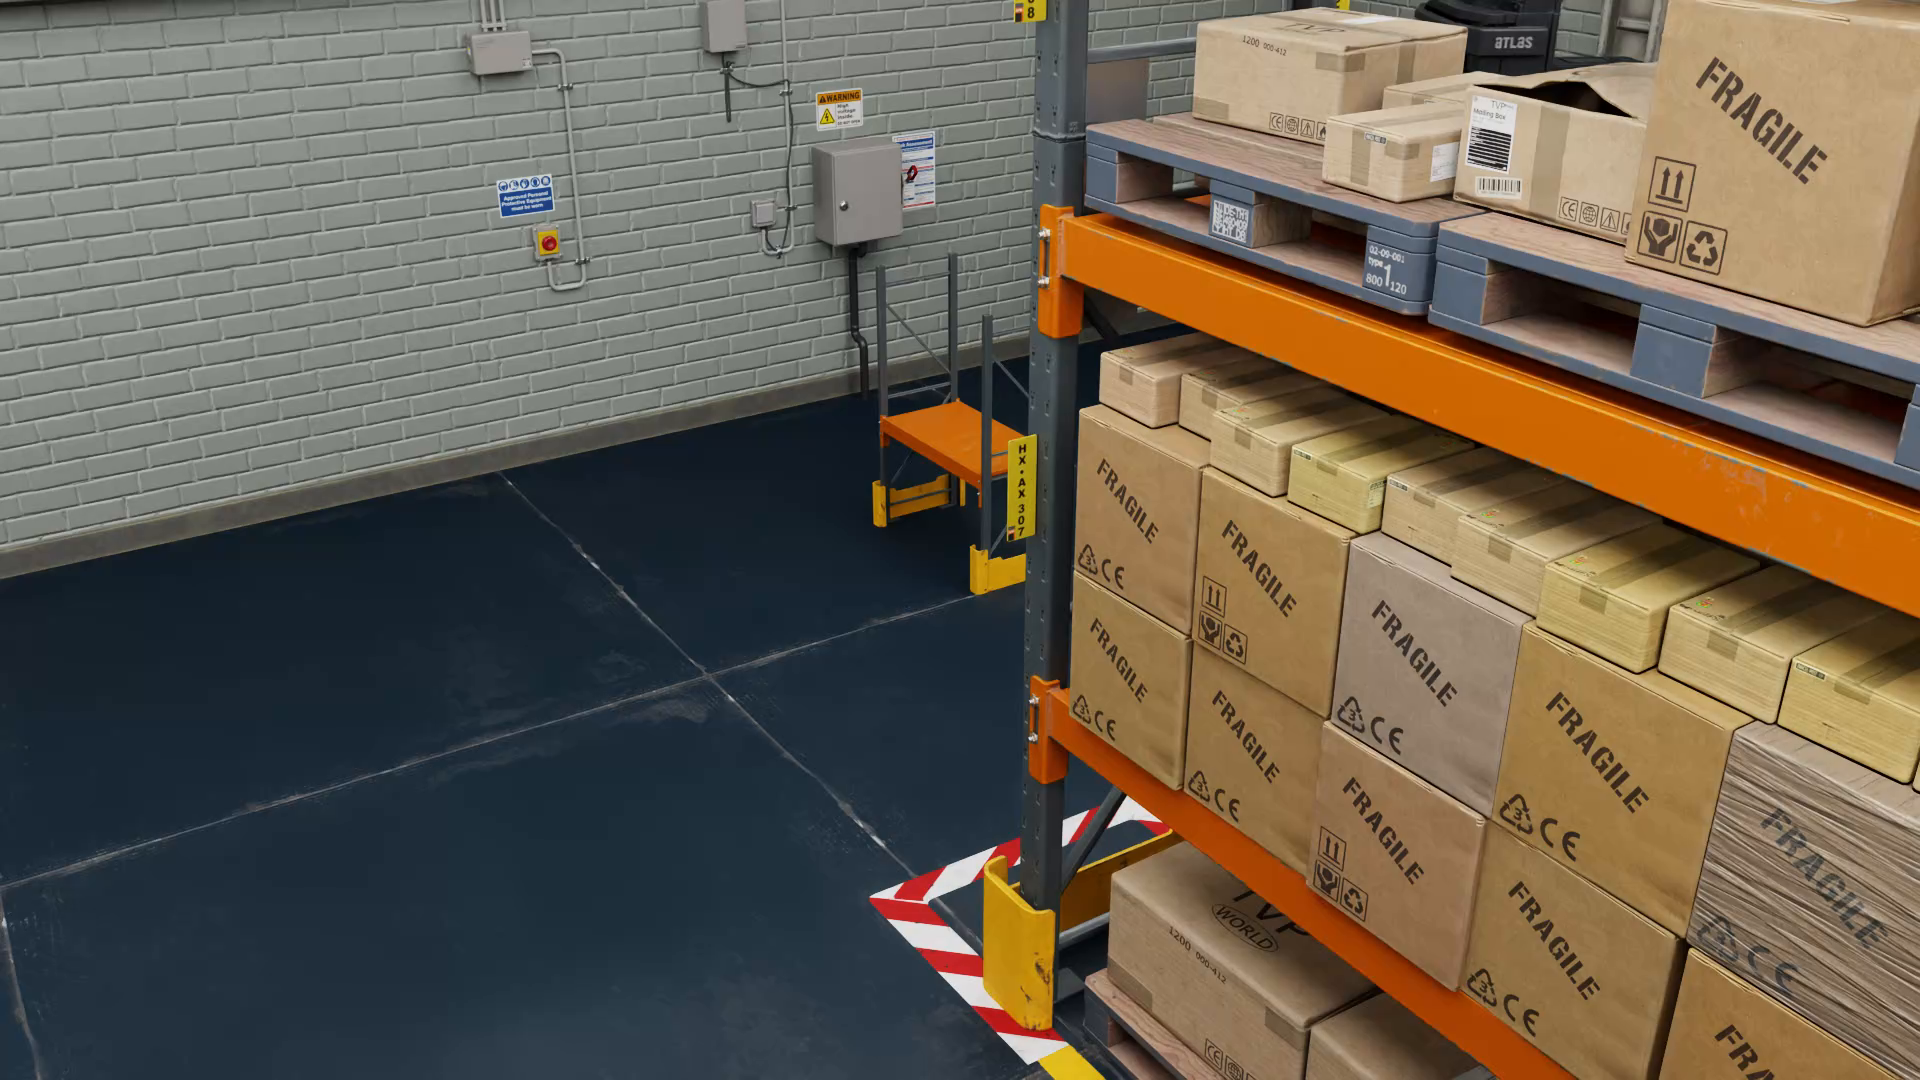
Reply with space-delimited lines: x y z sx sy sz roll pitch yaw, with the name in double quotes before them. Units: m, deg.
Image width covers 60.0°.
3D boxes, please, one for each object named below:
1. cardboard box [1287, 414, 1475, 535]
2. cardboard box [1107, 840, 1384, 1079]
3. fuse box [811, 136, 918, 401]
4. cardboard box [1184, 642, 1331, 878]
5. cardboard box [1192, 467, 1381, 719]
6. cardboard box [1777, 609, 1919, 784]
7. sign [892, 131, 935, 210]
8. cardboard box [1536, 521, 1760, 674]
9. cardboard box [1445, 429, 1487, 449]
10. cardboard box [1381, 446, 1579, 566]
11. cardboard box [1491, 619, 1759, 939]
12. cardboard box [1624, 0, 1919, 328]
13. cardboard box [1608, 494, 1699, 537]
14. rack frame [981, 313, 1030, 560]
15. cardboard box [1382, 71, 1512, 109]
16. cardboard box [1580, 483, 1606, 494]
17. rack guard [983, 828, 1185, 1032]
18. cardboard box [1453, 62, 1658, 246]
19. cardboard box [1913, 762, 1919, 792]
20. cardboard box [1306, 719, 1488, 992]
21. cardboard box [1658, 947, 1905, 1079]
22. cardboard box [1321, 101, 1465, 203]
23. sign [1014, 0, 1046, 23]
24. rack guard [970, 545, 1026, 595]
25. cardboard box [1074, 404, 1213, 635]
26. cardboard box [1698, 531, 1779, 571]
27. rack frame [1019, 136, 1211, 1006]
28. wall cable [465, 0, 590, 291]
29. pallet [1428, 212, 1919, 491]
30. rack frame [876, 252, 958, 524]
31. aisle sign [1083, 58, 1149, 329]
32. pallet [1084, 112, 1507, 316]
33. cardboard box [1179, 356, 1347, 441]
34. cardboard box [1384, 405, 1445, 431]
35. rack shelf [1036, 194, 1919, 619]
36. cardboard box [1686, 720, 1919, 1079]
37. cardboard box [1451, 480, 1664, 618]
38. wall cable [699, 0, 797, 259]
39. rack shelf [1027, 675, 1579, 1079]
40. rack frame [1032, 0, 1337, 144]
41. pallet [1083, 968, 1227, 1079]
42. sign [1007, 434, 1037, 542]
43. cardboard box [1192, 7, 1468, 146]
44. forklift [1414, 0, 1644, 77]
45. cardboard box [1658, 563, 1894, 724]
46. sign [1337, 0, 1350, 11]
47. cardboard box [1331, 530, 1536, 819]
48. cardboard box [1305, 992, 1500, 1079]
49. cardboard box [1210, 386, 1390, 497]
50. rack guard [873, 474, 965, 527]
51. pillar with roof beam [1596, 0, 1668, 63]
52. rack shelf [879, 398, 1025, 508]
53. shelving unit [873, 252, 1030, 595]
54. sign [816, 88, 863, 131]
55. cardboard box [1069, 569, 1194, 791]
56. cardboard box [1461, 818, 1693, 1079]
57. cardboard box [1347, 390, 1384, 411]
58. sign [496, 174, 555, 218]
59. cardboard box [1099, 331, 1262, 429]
"cardboard box" 1.022 -0.165 4.038 0.380 0.149 0.250 -17 30 -31
"cardboard box" 1.097 1.329 5.431 0.875 0.438 0.875 -17 30 -31
"fuse box" -0.605 -1.719 10.887 0.539 1.711 0.414 -16 29 -30
"cardboard box" 0.974 0.515 4.529 0.500 0.500 0.500 -16 30 -30
"cardboard box" 0.964 0.071 4.298 0.500 0.500 0.500 -16 30 -31
"cardboard box" 1.757 0.279 3.097 0.380 0.149 0.250 -16 30 -31
"sign" -0.305 -2.448 11.033 0.329 0.494 0.001 -16 29 -30
"cardboard box" 1.426 0.112 3.450 0.380 0.149 0.250 -16 30 -31
"cardboard box" 1.490 -0.304 4.333 0.380 0.149 0.250 -15 29 -28
"cardboard box" 1.210 -0.084 3.865 0.380 0.149 0.250 -15 29 -29
"cardboard box" 1.525 0.431 3.534 0.500 0.500 0.500 -15 29 -29
"cardboard box" 1.628 -0.734 3.051 0.500 0.500 0.500 -15 29 -29
"cardboard box" 1.759 -0.118 3.939 0.380 0.149 0.250 -15 29 -28
"rack frame" 0.324 -0.466 8.480 0.500 1.500 0.032 -16 29 -30
"cardboard box" 1.270 -1.060 4.152 0.380 0.149 0.250 -18 31 -33
"cardboard box" 1.573 -0.194 4.100 0.380 0.149 0.250 -16 30 -30
"rack guard" 0.640 1.269 5.977 1.175 0.500 0.348 -16 29 -30
"cardboard box" 1.428 -0.857 3.534 0.500 0.311 0.500 -15 29 -29
"cardboard box" 1.901 0.372 2.899 0.380 0.149 0.250 -16 30 -30
"cardboard box" 1.236 0.701 4.134 0.500 0.500 0.500 -16 29 -30
"cardboard box" 1.797 1.067 3.359 0.500 0.500 0.500 -16 30 -30
"cardboard box" 1.054 -0.888 3.789 0.380 0.149 0.250 -14 29 -28
"sign" 0.185 -1.513 4.312 0.100 0.325 0.005 -16 29 -30
"rack guard" 0.313 0.092 8.762 0.587 0.250 0.087 -16 29 -30
"cardboard box" 0.676 -0.112 4.686 0.500 0.500 0.500 -16 30 -31
"cardboard box" 1.887 -0.020 3.731 0.380 0.149 0.250 -14 29 -28
"rack frame" 0.653 0.147 5.425 1.000 3.000 0.127 -16 29 -30
"wall cable" -2.445 -2.338 9.462 0.585 1.953 0.123 -16 29 -30
"pallet" 1.737 -0.470 3.321 1.003 0.211 1.213 -16 29 -30
"rack frame" -0.231 -0.830 9.250 0.500 1.500 0.032 -16 29 -30
"aisle sign" 0.371 -0.987 4.781 0.394 0.787 0.004 -16 29 -30
"pallet" 1.067 -0.906 4.246 1.003 0.211 1.213 -16 29 -30
"cardboard box" 0.817 -0.375 4.482 0.380 0.149 0.250 -15 29 -28
"cardboard box" 1.387 -0.404 4.544 0.380 0.149 0.250 -16 30 -30
"rack shelf" 1.745 -0.169 3.423 1.077 0.370 4.000 -16 29 -30
"cardboard box" 1.792 0.613 3.150 0.500 0.500 0.500 -15 29 -29
"cardboard box" 1.310 0.015 3.656 0.380 0.149 0.250 -15 29 -29
"wall cable" -1.263 -2.658 10.178 0.588 1.984 0.122 -16 29 -30
"rack shelf" 1.745 1.188 4.063 1.077 0.370 4.000 -16 29 -30
"rack frame" 0.653 -2.566 4.144 1.000 3.000 0.127 -16 29 -30
"pallet" 1.155 1.676 5.453 1.003 0.211 1.213 -16 29 -30
"sign" 0.185 -0.153 4.954 0.100 0.325 0.005 -16 29 -30
"cardboard box" 0.974 -1.237 4.409 0.500 0.250 0.500 -19 31 -34
"forklift" 3.141 -1.408 8.799 3.031 2.935 1.130 -2 25 -3
"cardboard box" 1.610 0.195 3.276 0.380 0.149 0.250 -16 29 -30
"sign" 1.115 -1.695 4.870 0.100 0.325 0.005 -16 29 -30
"cardboard box" 1.252 0.253 3.912 0.500 0.500 0.500 -16 30 -30
"cardboard box" 1.603 1.654 4.742 0.875 0.438 0.875 -15 29 -28
"cardboard box" 0.863 -0.255 4.229 0.380 0.149 0.250 -15 29 -28
"rack guard" -0.230 -0.264 9.516 0.587 0.250 0.087 -16 29 -30
"pillar with roof beam" 0.486 -3.895 6.960 9.100 9.000 0.400 -16 29 -30
"rack shelf" 0.047 -0.485 8.942 0.538 0.185 1.000 -16 29 -30
"shelving unit" 0.042 -0.651 8.872 0.587 1.500 1.083 -16 29 -30
"sign" -0.765 -2.736 10.565 0.339 0.242 0.001 -16 29 -30
"cardboard box" 0.674 0.340 4.898 0.500 0.500 0.500 -16 30 -30
"cardboard box" 1.524 0.876 3.763 0.500 0.500 0.500 -14 29 -28
"cardboard box" 1.175 -0.477 4.698 0.380 0.149 0.250 -15 29 -29
"sign" -2.519 -1.997 9.650 0.327 0.218 0.001 -16 29 -30
"cardboard box" 0.615 -0.452 4.646 0.380 0.149 0.250 -15 29 -29
